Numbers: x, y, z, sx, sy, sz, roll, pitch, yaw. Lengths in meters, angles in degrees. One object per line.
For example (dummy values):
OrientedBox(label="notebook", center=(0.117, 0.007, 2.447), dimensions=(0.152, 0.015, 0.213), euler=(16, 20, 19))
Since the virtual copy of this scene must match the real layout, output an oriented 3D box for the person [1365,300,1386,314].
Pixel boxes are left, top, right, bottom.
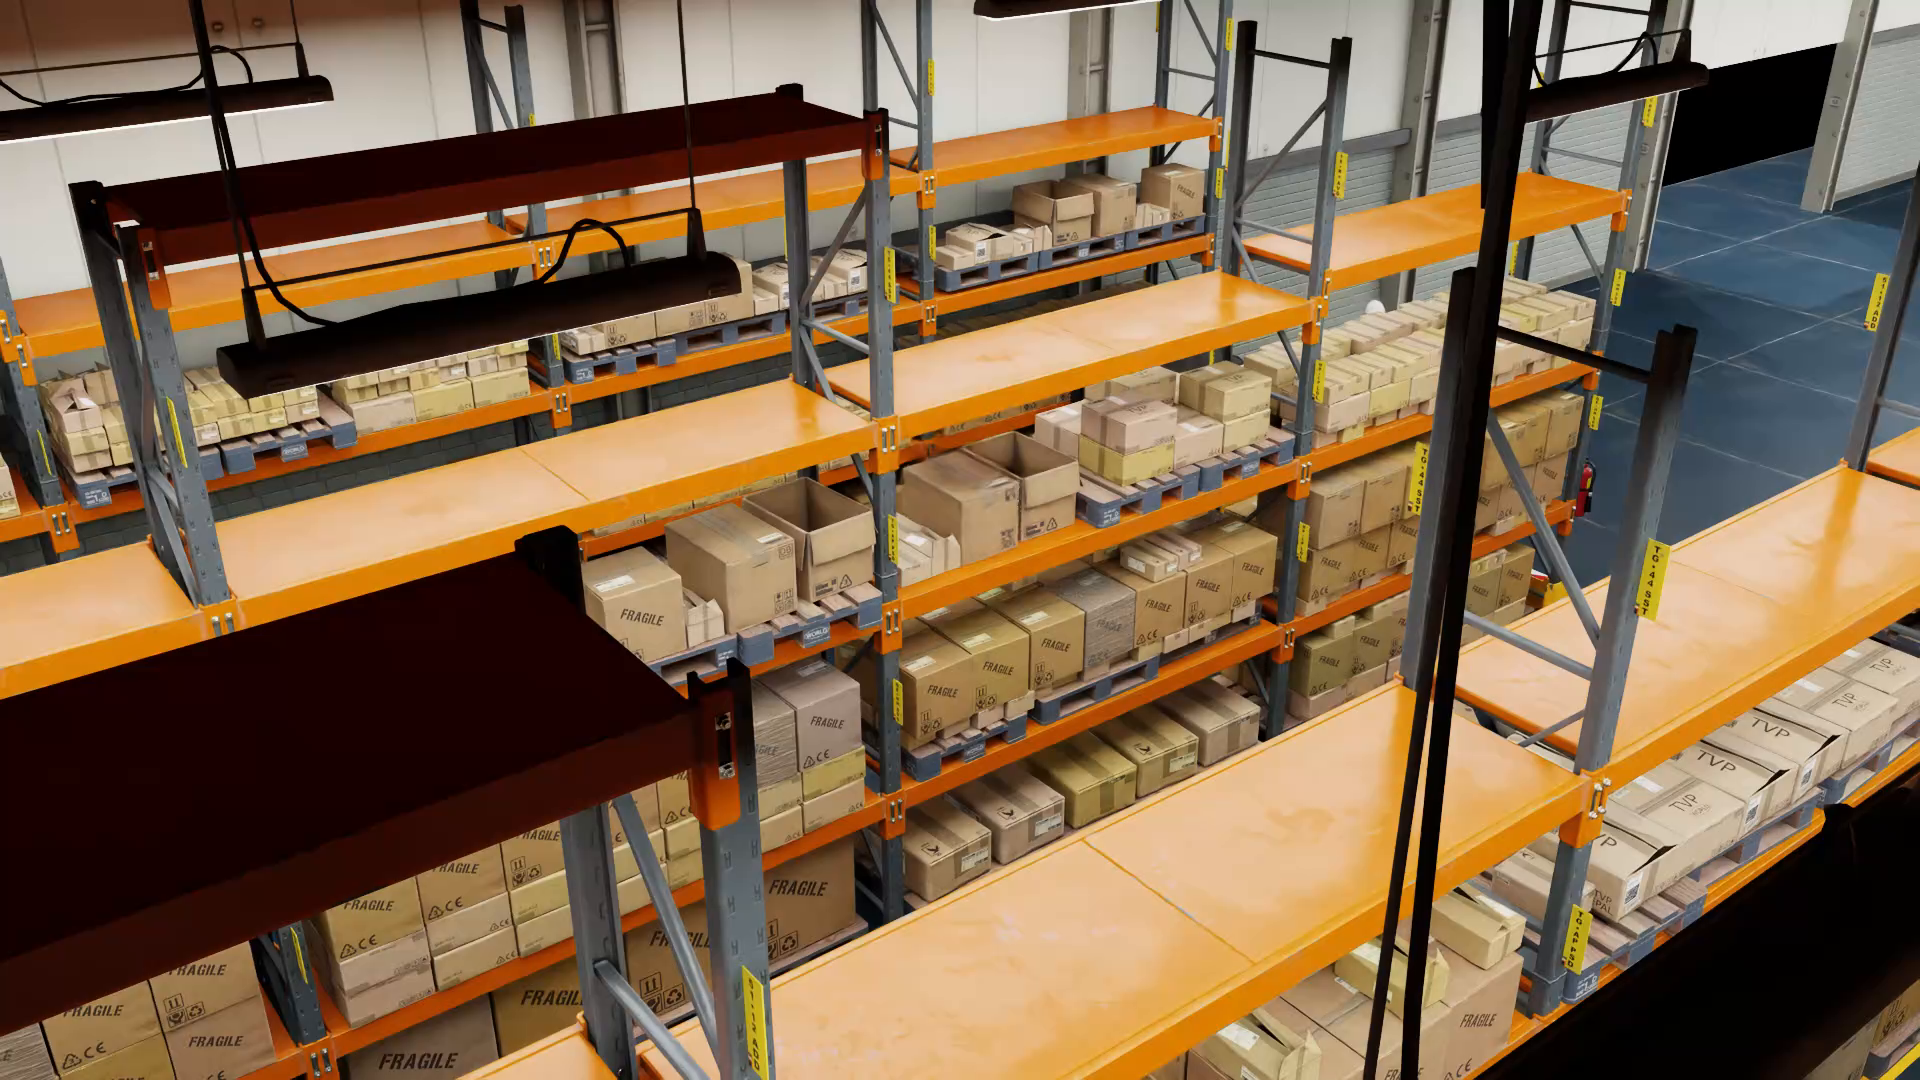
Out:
OrientedBox(label="person", center=(5.011, -2.122, 20.465), dimensions=(0.541, 1.738, 0.999), euler=(-18, 31, -32))
